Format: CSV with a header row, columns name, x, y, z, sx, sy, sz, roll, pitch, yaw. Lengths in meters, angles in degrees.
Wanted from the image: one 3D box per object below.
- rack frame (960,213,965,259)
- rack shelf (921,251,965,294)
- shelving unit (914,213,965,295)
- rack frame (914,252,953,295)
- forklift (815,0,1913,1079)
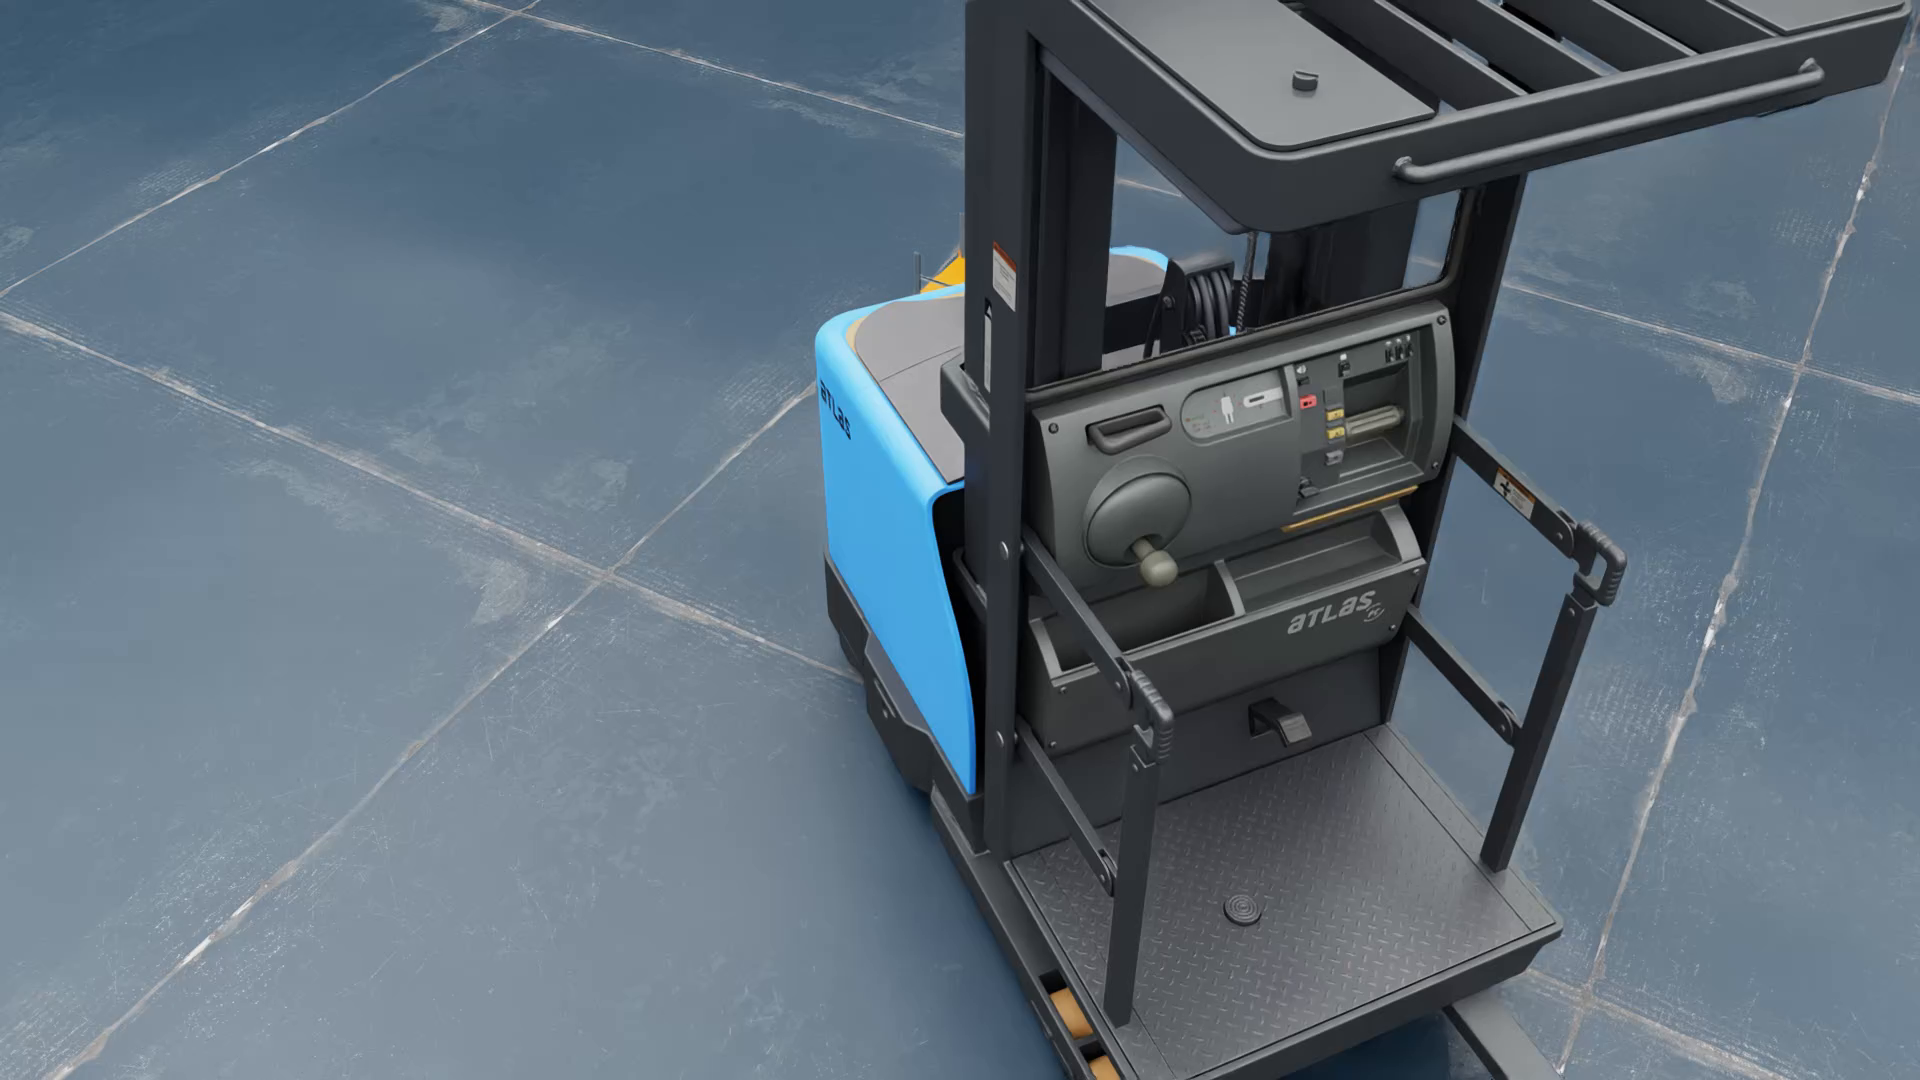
name,x,y,z,sx,sy,sz,roll,pitch,yaw
rack frame,0.087,-0.499,5.022,0.200,1.050,0.008,22,46,23
rack shelf,0.024,-0.635,4.763,0.215,0.259,0.240,22,46,23
shelving unit,0.024,-0.430,4.944,0.215,1.050,0.252,22,46,23
rack frame,-0.039,-0.361,4.865,0.200,1.050,0.008,22,46,23
forklift,0.675,-0.107,3.154,1.130,2.935,3.031,-17,44,-18
